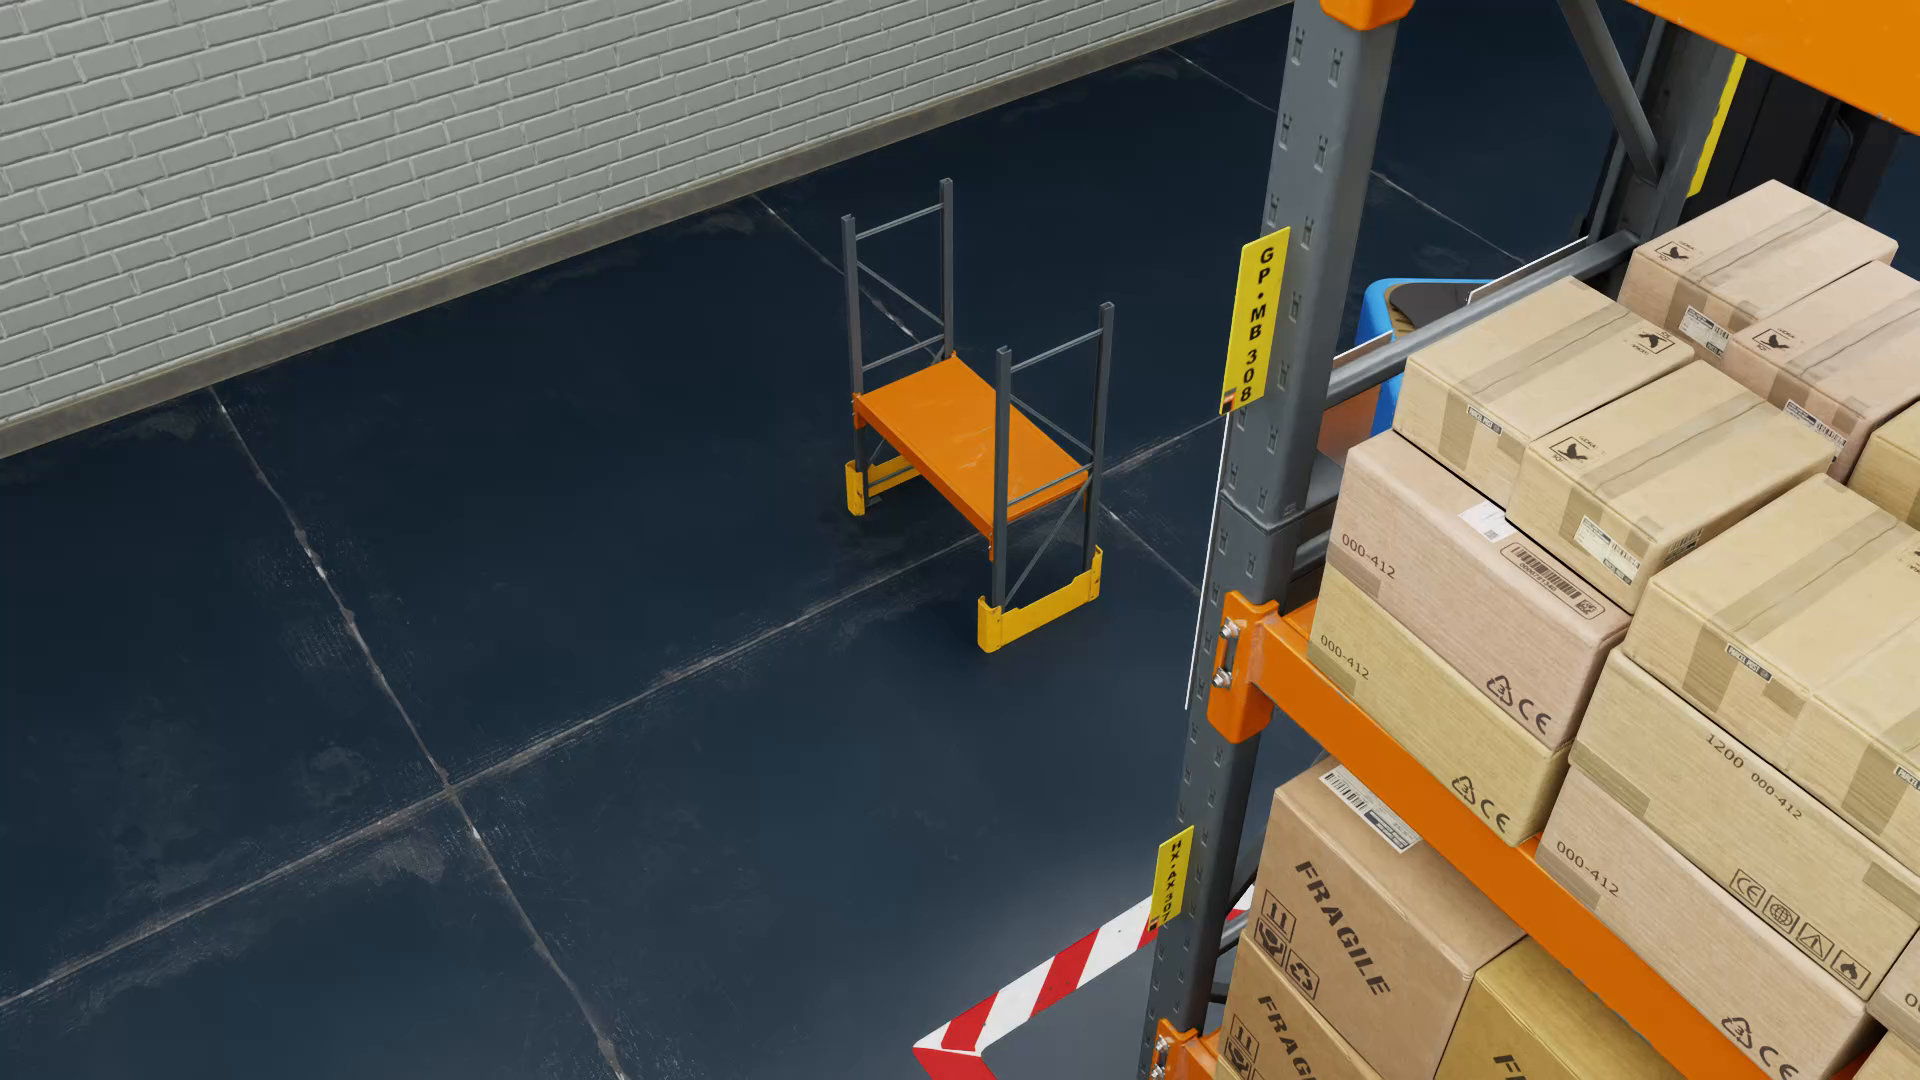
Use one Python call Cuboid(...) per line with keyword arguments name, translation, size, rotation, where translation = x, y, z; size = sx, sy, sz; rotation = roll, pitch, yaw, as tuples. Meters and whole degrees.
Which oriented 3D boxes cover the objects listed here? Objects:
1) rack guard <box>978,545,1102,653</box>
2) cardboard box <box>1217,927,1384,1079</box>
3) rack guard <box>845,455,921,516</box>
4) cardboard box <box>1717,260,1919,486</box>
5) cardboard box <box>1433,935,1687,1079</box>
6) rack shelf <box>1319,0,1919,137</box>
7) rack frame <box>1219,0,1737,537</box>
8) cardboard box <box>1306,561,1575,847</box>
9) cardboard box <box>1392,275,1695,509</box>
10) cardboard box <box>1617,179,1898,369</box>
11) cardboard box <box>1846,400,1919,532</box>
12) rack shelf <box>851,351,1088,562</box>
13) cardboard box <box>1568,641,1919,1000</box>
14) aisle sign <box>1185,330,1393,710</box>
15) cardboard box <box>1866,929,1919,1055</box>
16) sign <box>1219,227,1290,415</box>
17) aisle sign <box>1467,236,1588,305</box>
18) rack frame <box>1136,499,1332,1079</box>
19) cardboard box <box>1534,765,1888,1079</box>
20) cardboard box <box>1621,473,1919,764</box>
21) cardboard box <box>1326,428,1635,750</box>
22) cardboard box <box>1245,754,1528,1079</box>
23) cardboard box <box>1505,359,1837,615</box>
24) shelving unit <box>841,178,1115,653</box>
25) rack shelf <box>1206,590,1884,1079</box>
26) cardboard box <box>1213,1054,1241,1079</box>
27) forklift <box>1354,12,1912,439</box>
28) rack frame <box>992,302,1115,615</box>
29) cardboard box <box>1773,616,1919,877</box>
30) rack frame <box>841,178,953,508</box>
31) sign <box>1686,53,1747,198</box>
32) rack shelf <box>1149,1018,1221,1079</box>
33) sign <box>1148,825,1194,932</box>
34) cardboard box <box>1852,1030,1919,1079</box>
Cuboid(name="rack guard", translation=(0.329, 0.235, 6.814), size=(0.587, 0.250, 0.087), rotation=(-26, 49, -24))
Cuboid(name="cardboard box", translation=(0.940, 1.066, 3.665), size=(0.500, 0.500, 0.500), rotation=(-23, 48, -23))
Cuboid(name="rack guard", translation=(-0.241, -0.329, 7.405), size=(0.587, 0.250, 0.087), rotation=(-26, 49, -24))
Cuboid(name="cardboard box", translation=(1.420, -0.268, 2.635), size=(0.380, 0.149, 0.250), rotation=(-25, 49, -24))
Cuboid(name="cardboard box", translation=(1.243, 0.983, 3.027), size=(0.500, 0.500, 0.500), rotation=(-24, 49, -23))
Cuboid(name="rack shelf", translation=(2.054, 0.070, 1.174), size=(1.077, 0.370, 4.000), rotation=(-26, 49, -24))
Cuboid(name="rack frame", translation=(0.910, -1.324, 2.111), size=(1.000, 3.000, 0.127), rotation=(-26, 49, -24))
Cuboid(name="cardboard box", translation=(0.957, 0.171, 2.826), size=(0.500, 0.250, 0.500), rotation=(-24, 49, -23))
Cuboid(name="cardboard box", translation=(0.909, -0.236, 2.602), size=(0.380, 0.149, 0.250), rotation=(-26, 49, -25))
Cuboid(name="cardboard box", translation=(1.341, -0.438, 2.813), size=(0.380, 0.149, 0.250), rotation=(-26, 50, -25))
Cuboid(name="cardboard box", translation=(1.550, -0.114, 2.474), size=(0.380, 0.149, 0.250), rotation=(-27, 50, -26))
Cuboid(name="rack shelf", translation=(0.049, -0.364, 6.797), size=(0.538, 0.185, 1.000), rotation=(-26, 49, -24))
Cuboid(name="cardboard box", translation=(1.248, 0.281, 2.349), size=(0.500, 0.250, 0.500), rotation=(-26, 50, -25))
Cuboid(name="aisle sign", translation=(0.622, -0.017, 3.204), size=(0.394, 0.787, 0.004), rotation=(-26, 49, -24))
Cuboid(name="cardboard box", translation=(1.527, 0.572, 2.044), size=(0.500, 0.250, 0.500), rotation=(-25, 49, -24))
Cuboid(name="sign", translation=(0.465, -0.341, 2.620), size=(0.100, 0.325, 0.005), rotation=(-26, 49, -24))
Cuboid(name="aisle sign", translation=(1.114, -0.254, 3.452), size=(0.394, 0.787, 0.004), rotation=(-26, 49, -24))
Cuboid(name="rack frame", translation=(0.910, 0.846, 4.182), size=(1.000, 3.000, 0.127), rotation=(-26, 49, -24))
Cuboid(name="cardboard box", translation=(1.255, 0.471, 2.512), size=(0.500, 0.250, 0.500), rotation=(-24, 49, -23))
Cuboid(name="cardboard box", translation=(1.135, 0.098, 2.252), size=(0.380, 0.149, 0.250), rotation=(-26, 49, -24))
Cuboid(name="cardboard box", translation=(0.954, -0.009, 2.652), size=(0.500, 0.250, 0.500), rotation=(-25, 49, -24))
Cuboid(name="cardboard box", translation=(0.949, 0.700, 3.324), size=(0.500, 0.500, 0.500), rotation=(-26, 49, -25))
Cuboid(name="cardboard box", translation=(1.040, -0.085, 2.443), size=(0.380, 0.149, 0.250), rotation=(-24, 49, -23))
Cuboid(name="shelving unit", translation=(0.044, -0.499, 6.678), size=(0.587, 1.500, 1.083), rotation=(-26, 49, -24))
Cuboid(name="rack shelf", translation=(2.054, 1.154, 2.209), size=(1.077, 0.370, 4.000), rotation=(-26, 49, -24))
Cuboid(name="cardboard box", translation=(0.827, 1.250, 3.941), size=(0.380, 0.149, 0.250), rotation=(-26, 49, -25))
Cuboid(name="forklift", translation=(3.146, -1.002, 6.168), size=(3.031, 2.935, 1.130), rotation=(1, 44, 1))
Cuboid(name="rack frame", translation=(0.340, -0.206, 6.371), size=(0.500, 1.500, 0.032), rotation=(-26, 49, -24))
Cuboid(name="cardboard box", translation=(1.274, 0.236, 2.107), size=(0.380, 0.149, 0.250), rotation=(-25, 49, -24))
Cuboid(name="rack frame", translation=(-0.242, -0.782, 6.974), size=(0.500, 1.500, 0.032), rotation=(-26, 49, -24))
Cuboid(name="sign", translation=(1.377, -0.767, 3.059), size=(0.100, 0.325, 0.005), rotation=(-26, 49, -24))
Cuboid(name="rack shelf", translation=(2.054, 2.239, 3.244), size=(1.077, 0.370, 4.000), rotation=(-26, 49, -24))
Cuboid(name="sign", translation=(0.465, 0.747, 3.659), size=(0.100, 0.325, 0.005), rotation=(-26, 49, -24))
Cuboid(name="cardboard box", translation=(1.560, 0.757, 2.212), size=(0.500, 0.250, 0.500), rotation=(-27, 50, -26))
